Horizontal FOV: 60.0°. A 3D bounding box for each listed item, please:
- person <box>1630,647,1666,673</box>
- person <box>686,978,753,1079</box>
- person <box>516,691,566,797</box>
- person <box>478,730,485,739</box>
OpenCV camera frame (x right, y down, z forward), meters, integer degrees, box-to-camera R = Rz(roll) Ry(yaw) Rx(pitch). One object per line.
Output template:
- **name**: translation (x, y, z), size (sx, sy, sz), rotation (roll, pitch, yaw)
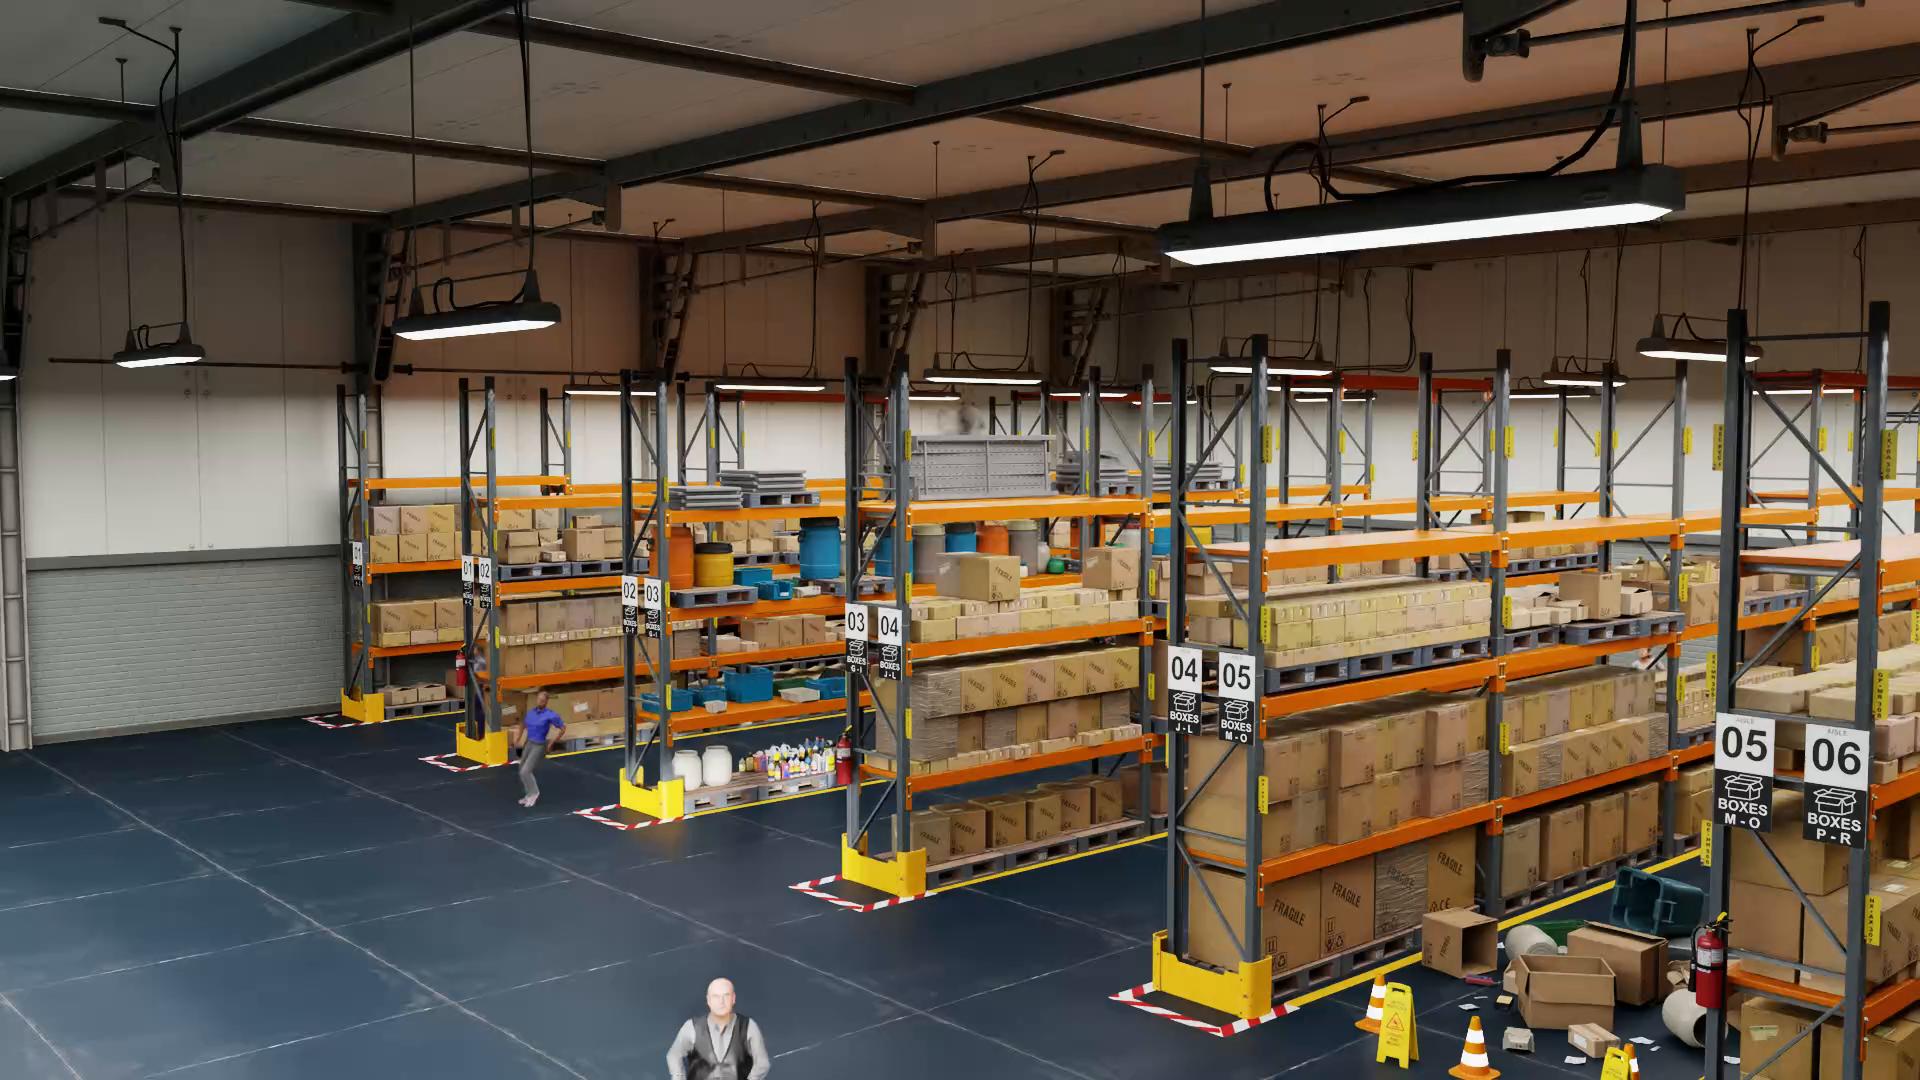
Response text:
- **person**: translation (11.311, 2.536, 27.418), size (0.584, 1.627, 0.955), rotation (3, 5, 37)
- **person**: translation (-1.550, 3.632, 10.542), size (0.522, 1.678, 0.569), rotation (-1, 4, -11)
- **person**: translation (-5.846, 2.834, 22.874), size (0.659, 1.511, 0.564), rotation (2, 4, 31)
- **person**: translation (-7.944, 3.202, 27.663), size (0.300, 0.350, 0.449), rotation (3, 5, 43)
